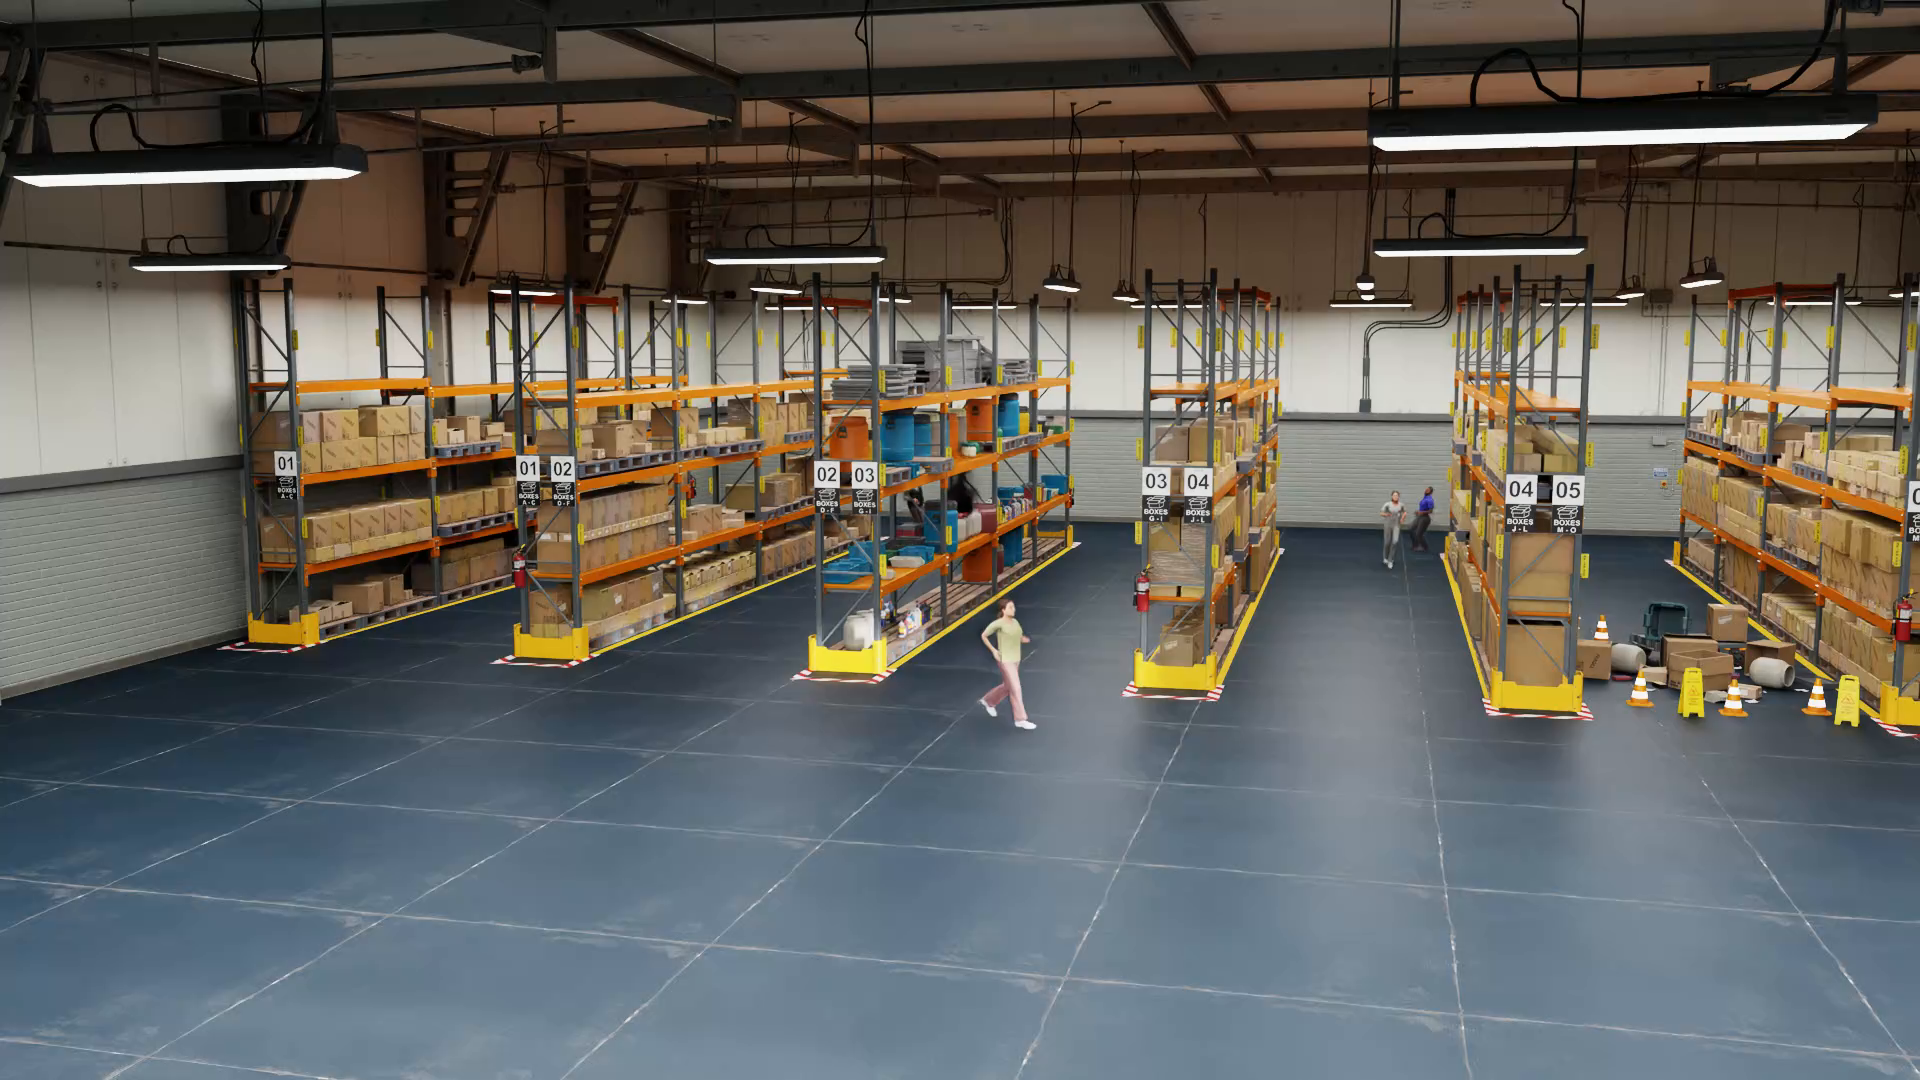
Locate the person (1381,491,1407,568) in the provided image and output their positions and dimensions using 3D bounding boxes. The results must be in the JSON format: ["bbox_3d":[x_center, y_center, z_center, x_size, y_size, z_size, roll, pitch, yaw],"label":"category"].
[{"bbox_3d":[9.628,-0.243,36.956,0.569,1.730,0.754,2,7,13],"label":"person"}]

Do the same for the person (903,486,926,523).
[{"bbox_3d":[-1.136,-0.811,41.638,0.666,1.710,0.722,-4,8,-30],"label":"person"}]

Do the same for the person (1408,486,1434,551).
[{"bbox_3d":[10.921,-0.484,39.404,0.540,1.602,0.691,-1,7,-4],"label":"person"}]

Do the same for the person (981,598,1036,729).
[{"bbox_3d":[0.618,1.573,21.576,0.968,1.649,0.577,6,9,39],"label":"person"}]
